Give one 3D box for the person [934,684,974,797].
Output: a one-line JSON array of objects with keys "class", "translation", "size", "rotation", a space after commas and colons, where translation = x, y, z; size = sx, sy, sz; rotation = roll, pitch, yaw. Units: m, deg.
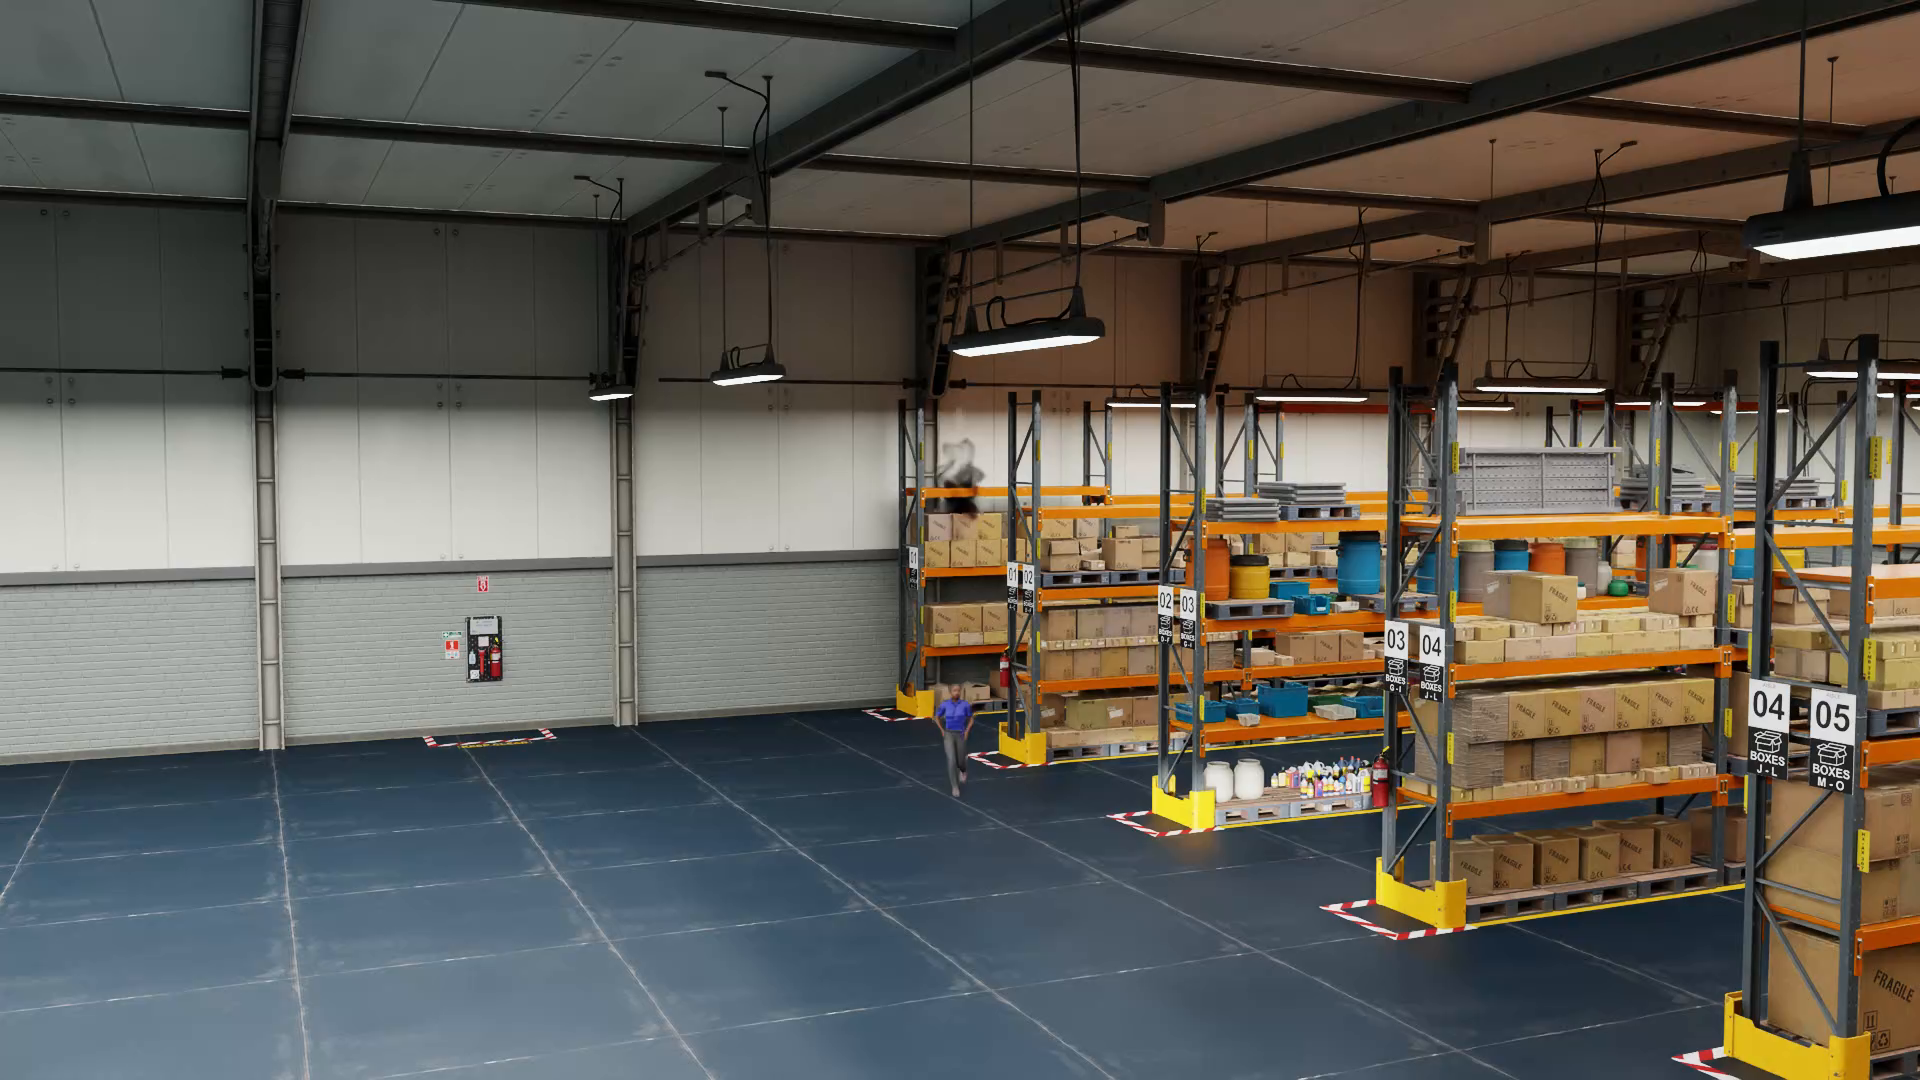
[{"class": "person", "translation": [-0.088, 2.933, 24.556], "size": [0.578, 1.628, 0.645], "rotation": [0, 3, -3]}]
